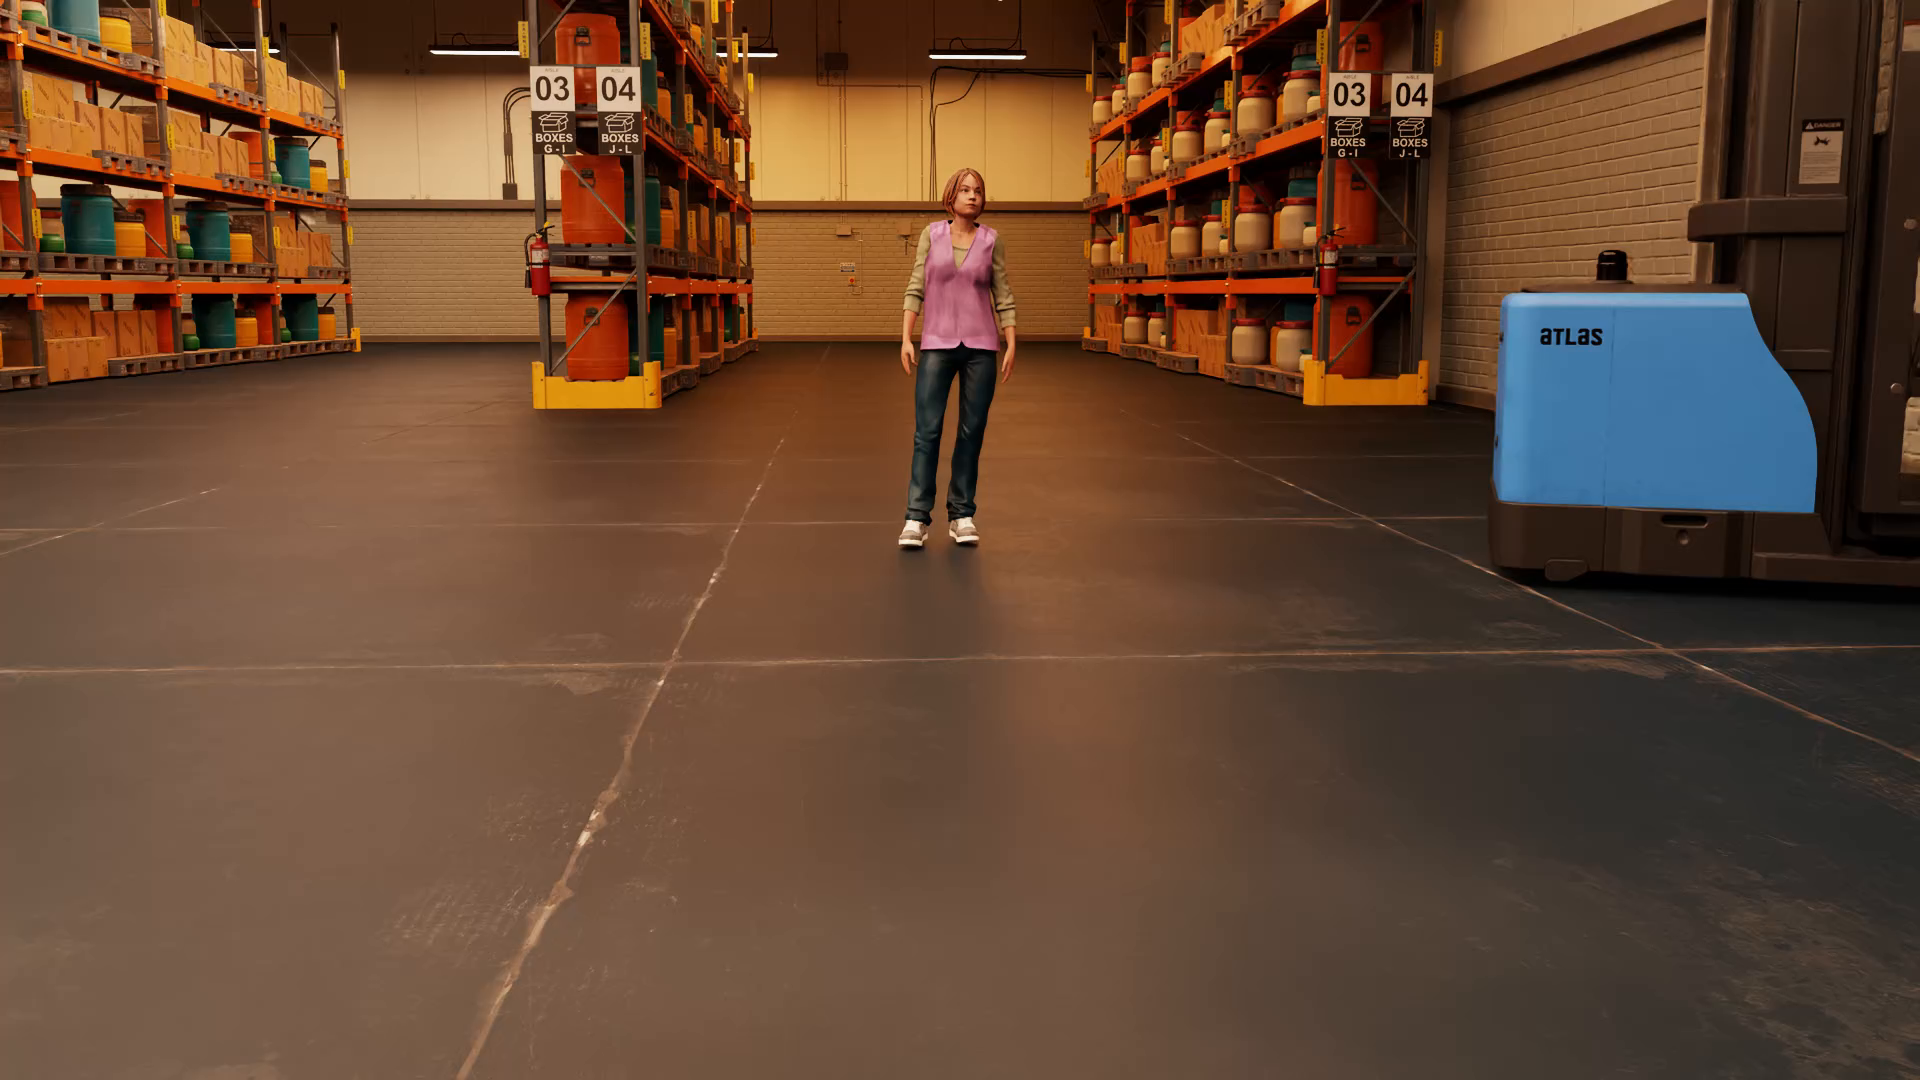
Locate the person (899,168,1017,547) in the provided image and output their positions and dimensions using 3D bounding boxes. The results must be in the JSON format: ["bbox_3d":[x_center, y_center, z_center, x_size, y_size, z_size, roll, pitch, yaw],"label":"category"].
[{"bbox_3d":[-0.010,-0.787,7.117,0.520,1.599,0.473,-1,8,-4],"label":"person"}]

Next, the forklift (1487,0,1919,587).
[{"bbox_3d":[3.568,-1.289,6.014,3.031,2.935,1.130,2,9,16],"label":"forklift"}]
